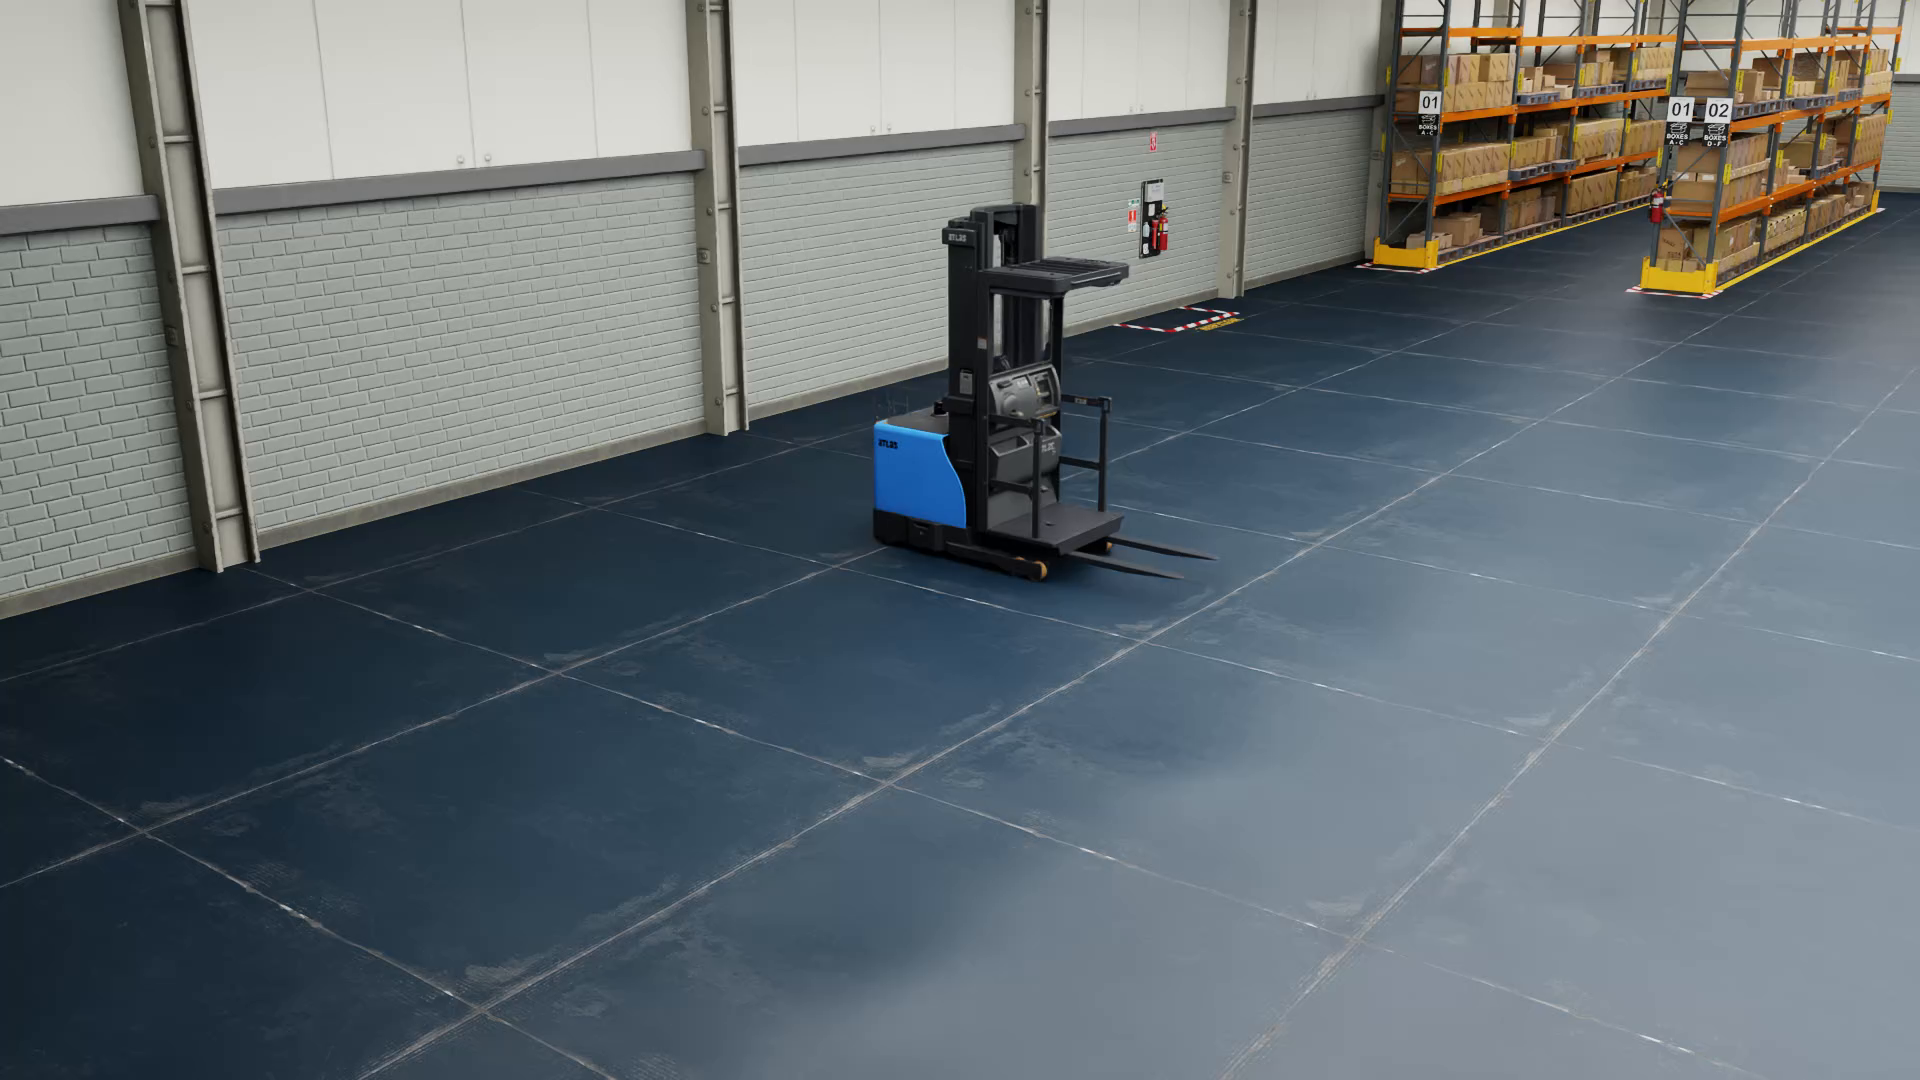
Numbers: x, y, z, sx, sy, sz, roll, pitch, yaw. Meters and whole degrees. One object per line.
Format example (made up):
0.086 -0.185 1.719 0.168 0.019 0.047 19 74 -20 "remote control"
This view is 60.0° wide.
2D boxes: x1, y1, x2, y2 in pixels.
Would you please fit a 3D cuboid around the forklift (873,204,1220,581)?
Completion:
0.712 -1.238 13.788 3.031 2.935 1.130 13 21 35 "forklift"

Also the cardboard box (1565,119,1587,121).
14.448 -9.735 39.067 0.500 0.250 0.500 12 21 33 "cardboard box"

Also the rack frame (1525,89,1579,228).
13.149 -8.535 37.169 1.000 3.000 0.127 12 21 35 "rack frame"

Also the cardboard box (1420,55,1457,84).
8.807 -8.645 30.580 0.500 0.500 0.500 11 20 31 "cardboard box"

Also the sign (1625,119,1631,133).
15.974 -9.909 39.776 0.100 0.325 0.005 12 21 35 "sign"

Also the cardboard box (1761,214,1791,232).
16.108 -6.283 32.903 0.500 0.311 0.500 13 22 36 "cardboard box"

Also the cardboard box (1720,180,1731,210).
12.961 -6.037 28.959 0.700 0.500 0.500 13 22 36 "cardboard box"

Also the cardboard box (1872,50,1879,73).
20.477 -10.907 37.898 0.700 0.500 0.500 12 21 35 "cardboard box"

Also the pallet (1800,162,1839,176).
18.285 -8.033 35.876 1.003 0.211 1.213 12 21 35 "pallet"

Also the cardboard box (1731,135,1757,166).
13.888 -7.028 29.962 0.700 0.500 0.500 12 21 35 "cardboard box"

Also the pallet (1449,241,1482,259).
9.668 -5.792 33.040 1.003 0.211 1.213 12 21 35 "pallet"

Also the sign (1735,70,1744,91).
12.805 -7.543 27.311 0.100 0.325 0.005 12 21 35 "sign"

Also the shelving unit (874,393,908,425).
-0.616 -0.709 15.002 0.258 1.200 0.189 12 21 36 "shelving unit"

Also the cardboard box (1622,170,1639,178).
16.722 -9.138 41.524 0.380 0.149 0.250 12 21 33 "cardboard box"

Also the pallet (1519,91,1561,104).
11.835 -9.301 34.894 1.213 0.211 1.003 12 21 35 "pallet"

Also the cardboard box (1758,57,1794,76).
15.466 -8.907 31.590 0.500 0.500 0.500 15 23 40 "cardboard box"

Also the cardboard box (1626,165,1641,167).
17.493 -9.637 43.133 0.380 0.149 0.250 13 21 35 "cardboard box"

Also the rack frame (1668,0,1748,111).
12.363 -8.620 27.328 1.000 3.000 0.127 12 21 35 "rack frame"

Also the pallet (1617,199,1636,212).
16.049 -8.323 41.189 1.003 0.211 1.213 12 21 35 "pallet"

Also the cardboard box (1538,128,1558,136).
12.968 -9.015 36.711 0.380 0.149 0.250 9 20 28 "cardboard box"

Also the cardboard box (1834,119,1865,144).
20.020 -9.201 37.459 0.500 0.500 0.500 13 22 36 "cardboard box"

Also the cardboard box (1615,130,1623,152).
15.460 -9.532 39.678 0.500 0.500 0.500 12 21 34 "cardboard box"

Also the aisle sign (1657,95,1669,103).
18.200 -11.646 42.804 0.394 0.787 0.004 12 21 35 "aisle sign"

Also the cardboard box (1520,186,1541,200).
12.372 -7.604 36.380 0.500 0.250 0.500 13 21 36 "cardboard box"

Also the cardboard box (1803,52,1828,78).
17.699 -9.842 34.467 0.500 0.500 0.500 12 21 35 "cardboard box"

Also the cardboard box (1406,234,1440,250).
8.867 -5.704 31.846 0.500 0.311 0.500 10 20 29 "cardboard box"

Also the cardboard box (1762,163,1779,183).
15.531 -7.061 32.254 0.500 0.500 0.500 14 22 39 "cardboard box"

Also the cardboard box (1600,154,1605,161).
14.928 -9.009 39.085 0.380 0.149 0.250 12 21 35 "cardboard box"

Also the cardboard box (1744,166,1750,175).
13.843 -6.596 29.665 0.380 0.149 0.250 13 22 36 "cardboard box"

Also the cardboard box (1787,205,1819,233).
17.631 -6.734 34.845 0.500 0.500 0.500 14 22 37 "cardboard box"

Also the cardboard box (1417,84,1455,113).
8.783 -8.154 30.685 0.500 0.500 0.500 13 22 36 "cardboard box"

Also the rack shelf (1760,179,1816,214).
15.938 -6.840 32.926 1.077 0.370 4.000 12 21 35 "rack shelf"

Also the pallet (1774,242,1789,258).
15.881 -5.850 33.226 1.003 0.211 1.213 12 21 35 "pallet"

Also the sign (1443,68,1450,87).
8.819 -8.383 30.150 0.100 0.325 0.005 12 21 35 "sign"

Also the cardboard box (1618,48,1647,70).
16.183 -11.575 40.013 0.500 0.500 0.500 12 21 34 "cardboard box"

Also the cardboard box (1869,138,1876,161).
21.240 -9.217 39.196 0.500 0.500 0.500 13 21 35 "cardboard box"

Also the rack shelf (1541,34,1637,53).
14.341 -11.341 37.979 1.077 0.370 4.000 12 21 35 "rack shelf"

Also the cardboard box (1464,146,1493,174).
10.131 -7.473 32.704 0.500 0.500 0.500 12 21 33 "cardboard box"

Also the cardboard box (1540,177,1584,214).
13.693 -7.861 37.915 0.750 0.750 0.750 12 21 34 "cardboard box"

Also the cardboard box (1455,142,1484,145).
10.318 -7.803 33.768 0.500 0.500 0.500 12 21 33 "cardboard box"

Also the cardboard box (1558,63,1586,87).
13.666 -10.486 37.485 0.700 0.500 0.500 11 20 32 "cardboard box"

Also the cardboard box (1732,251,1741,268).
13.756 -5.088 29.997 0.500 0.250 0.500 12 21 35 "cardboard box"

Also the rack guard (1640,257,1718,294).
12.349 -4.555 28.570 1.175 0.500 0.348 12 21 35 "rack guard"

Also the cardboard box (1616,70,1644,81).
16.156 -11.215 40.117 0.500 0.250 0.500 12 21 35 "cardboard box"

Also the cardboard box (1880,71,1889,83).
21.498 -10.879 39.069 0.500 0.250 0.500 12 21 35 "cardboard box"

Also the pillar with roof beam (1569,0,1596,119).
18.712 -11.911 37.927 9.100 9.000 0.400 12 21 35 "pillar with roof beam"

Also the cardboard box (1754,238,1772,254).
15.186 -5.647 31.799 0.500 0.250 0.500 12 21 33 "cardboard box"

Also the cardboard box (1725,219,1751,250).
14.044 -5.567 30.277 0.500 0.500 0.500 12 21 35 "cardboard box"

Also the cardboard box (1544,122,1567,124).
13.523 -9.369 37.887 0.500 0.250 0.500 12 21 33 "cardboard box"

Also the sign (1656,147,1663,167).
11.936 -6.520 28.330 0.100 0.325 0.005 12 21 35 "sign"

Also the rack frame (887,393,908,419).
-0.561 -0.731 15.071 0.240 1.200 0.006 12 21 36 "rack frame"

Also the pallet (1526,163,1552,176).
12.003 -7.964 35.656 1.003 0.211 1.213 12 21 35 "pallet"

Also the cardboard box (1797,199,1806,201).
18.115 -7.190 36.312 0.500 0.500 0.500 11 21 33 "cardboard box"
